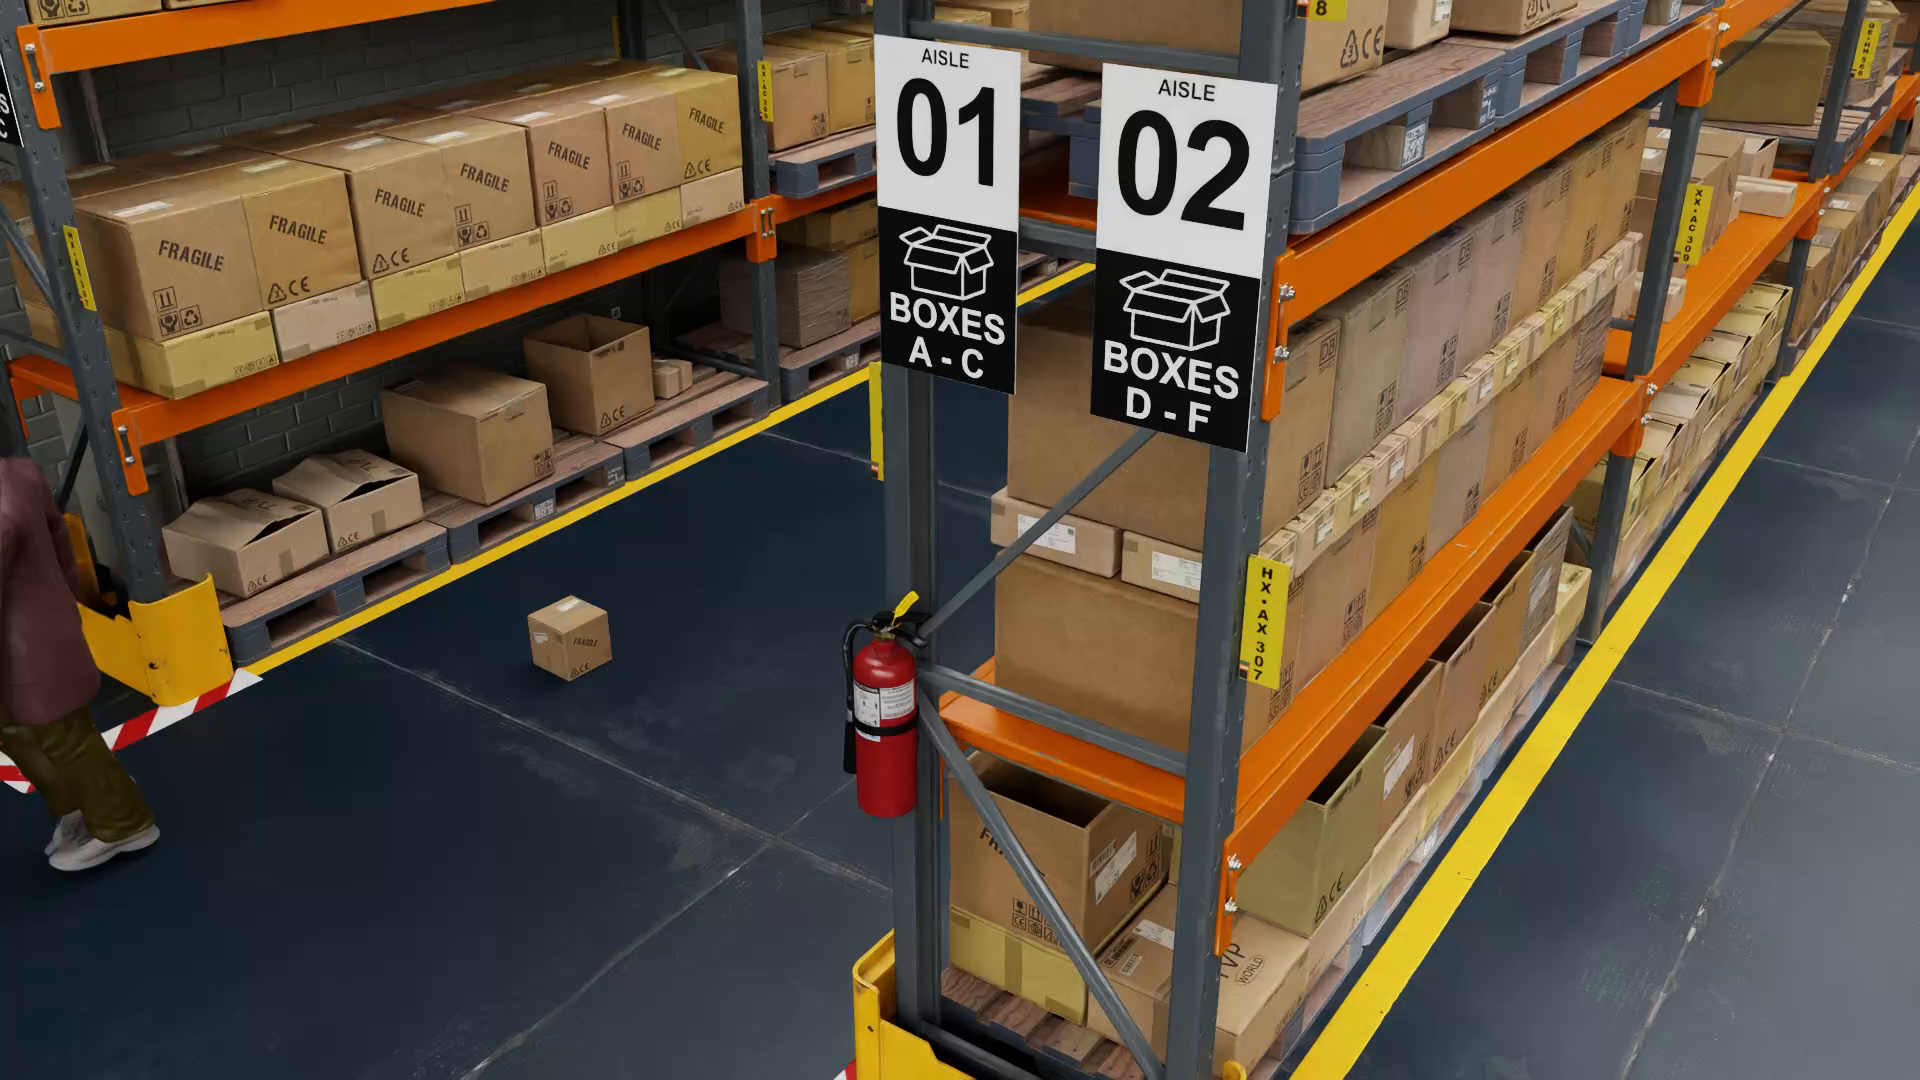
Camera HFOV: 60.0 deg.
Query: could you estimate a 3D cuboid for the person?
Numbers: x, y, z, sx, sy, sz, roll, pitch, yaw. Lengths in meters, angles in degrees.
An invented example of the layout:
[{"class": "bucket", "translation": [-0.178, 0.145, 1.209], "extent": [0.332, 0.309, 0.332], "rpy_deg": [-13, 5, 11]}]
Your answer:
[{"class": "person", "translation": [-3.294, 0.397, 5.868], "extent": [0.545, 1.844, 0.654], "rpy_deg": [-10, 28, -19]}]
